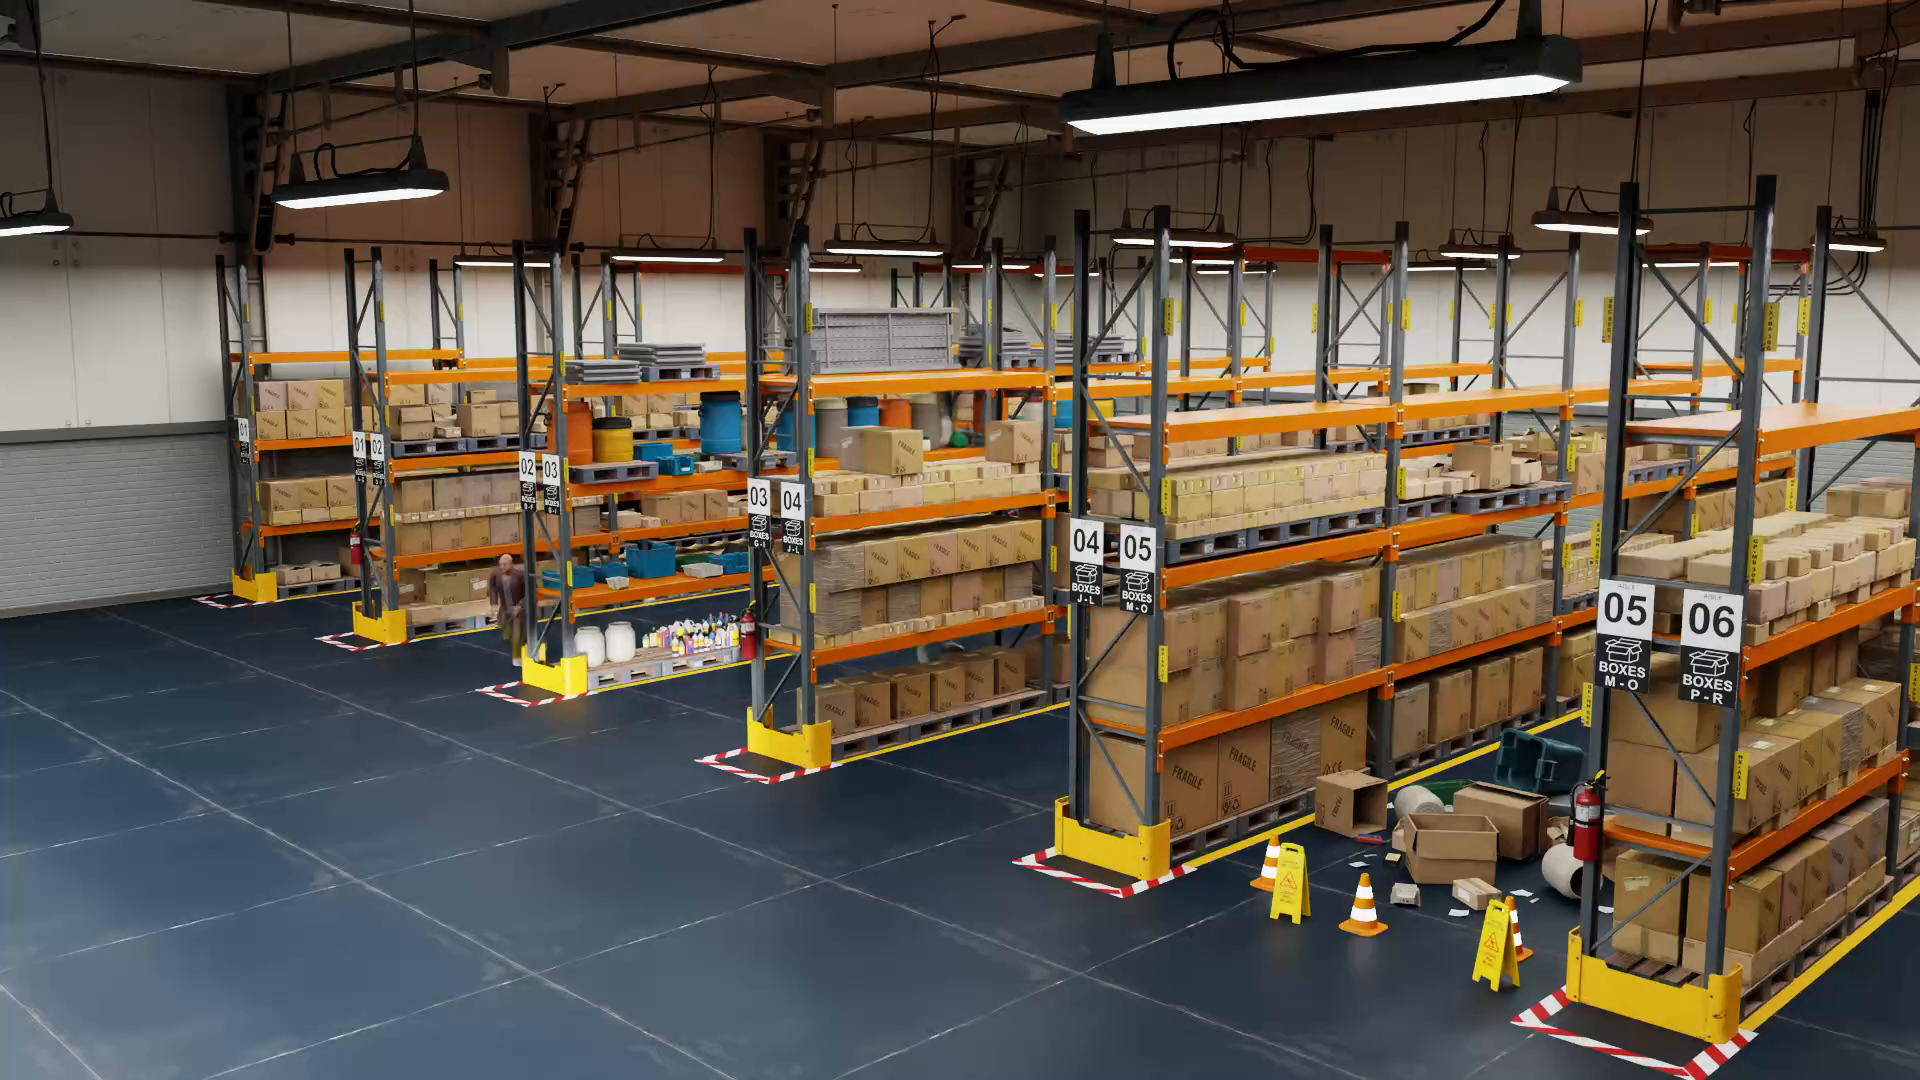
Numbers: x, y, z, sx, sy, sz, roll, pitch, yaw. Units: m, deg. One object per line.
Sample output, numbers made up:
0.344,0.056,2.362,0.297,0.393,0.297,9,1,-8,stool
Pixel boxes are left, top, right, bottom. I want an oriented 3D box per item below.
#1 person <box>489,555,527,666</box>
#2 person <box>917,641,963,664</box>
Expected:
-6.397,0.986,23.846,0.708,1.638,0.781,1,8,10,person
-0.326,1.133,22.870,0.620,1.684,0.974,7,11,41,person
